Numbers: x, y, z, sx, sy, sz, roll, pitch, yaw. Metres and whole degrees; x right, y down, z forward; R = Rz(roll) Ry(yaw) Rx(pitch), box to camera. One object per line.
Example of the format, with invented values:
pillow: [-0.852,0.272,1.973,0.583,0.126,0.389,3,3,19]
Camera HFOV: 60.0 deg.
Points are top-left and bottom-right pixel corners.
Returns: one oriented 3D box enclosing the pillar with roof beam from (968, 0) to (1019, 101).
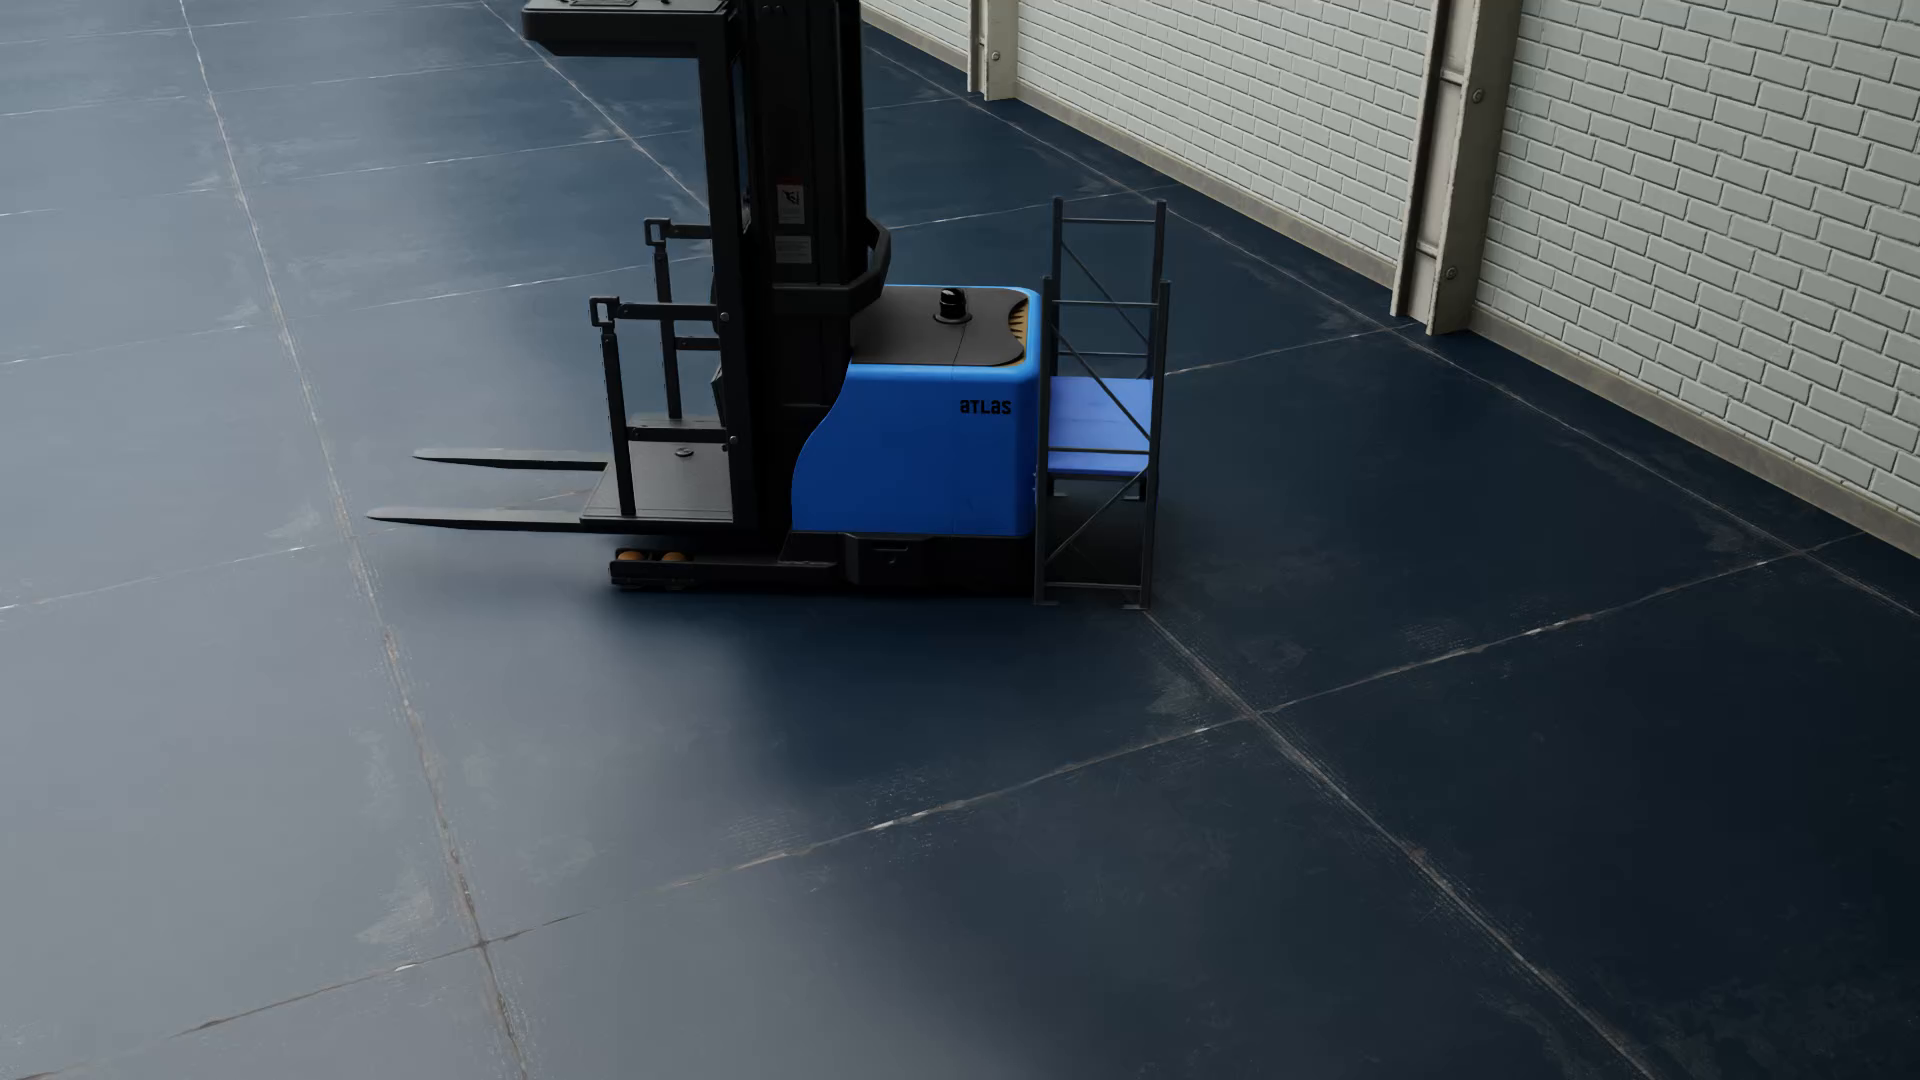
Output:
pillar with roof beam: [-3.598,-7.010,11.050,9.100,9.000,0.400,-13,32,-22]

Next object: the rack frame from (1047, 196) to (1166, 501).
rack frame: [0.664,-0.861,7.751,0.500,1.500,0.032,3,29,5]

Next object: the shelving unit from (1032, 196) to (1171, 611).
shelving unit: [0.618,-0.613,7.310,0.538,1.500,1.048,3,29,5]

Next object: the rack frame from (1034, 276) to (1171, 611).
rack frame: [0.571,-0.365,6.868,0.500,1.500,0.032,3,29,5]

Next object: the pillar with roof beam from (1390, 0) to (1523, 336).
pillar with roof beam: [-1.022,-4.359,6.324,9.100,9.000,0.400,-13,32,-22]

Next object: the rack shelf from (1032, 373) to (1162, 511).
rack shelf: [0.618,-0.456,7.398,0.538,0.185,1.000,3,29,5]

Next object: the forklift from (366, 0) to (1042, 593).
forklift: [-1.145,-1.311,7.091,3.031,2.935,1.130,2,29,3]
